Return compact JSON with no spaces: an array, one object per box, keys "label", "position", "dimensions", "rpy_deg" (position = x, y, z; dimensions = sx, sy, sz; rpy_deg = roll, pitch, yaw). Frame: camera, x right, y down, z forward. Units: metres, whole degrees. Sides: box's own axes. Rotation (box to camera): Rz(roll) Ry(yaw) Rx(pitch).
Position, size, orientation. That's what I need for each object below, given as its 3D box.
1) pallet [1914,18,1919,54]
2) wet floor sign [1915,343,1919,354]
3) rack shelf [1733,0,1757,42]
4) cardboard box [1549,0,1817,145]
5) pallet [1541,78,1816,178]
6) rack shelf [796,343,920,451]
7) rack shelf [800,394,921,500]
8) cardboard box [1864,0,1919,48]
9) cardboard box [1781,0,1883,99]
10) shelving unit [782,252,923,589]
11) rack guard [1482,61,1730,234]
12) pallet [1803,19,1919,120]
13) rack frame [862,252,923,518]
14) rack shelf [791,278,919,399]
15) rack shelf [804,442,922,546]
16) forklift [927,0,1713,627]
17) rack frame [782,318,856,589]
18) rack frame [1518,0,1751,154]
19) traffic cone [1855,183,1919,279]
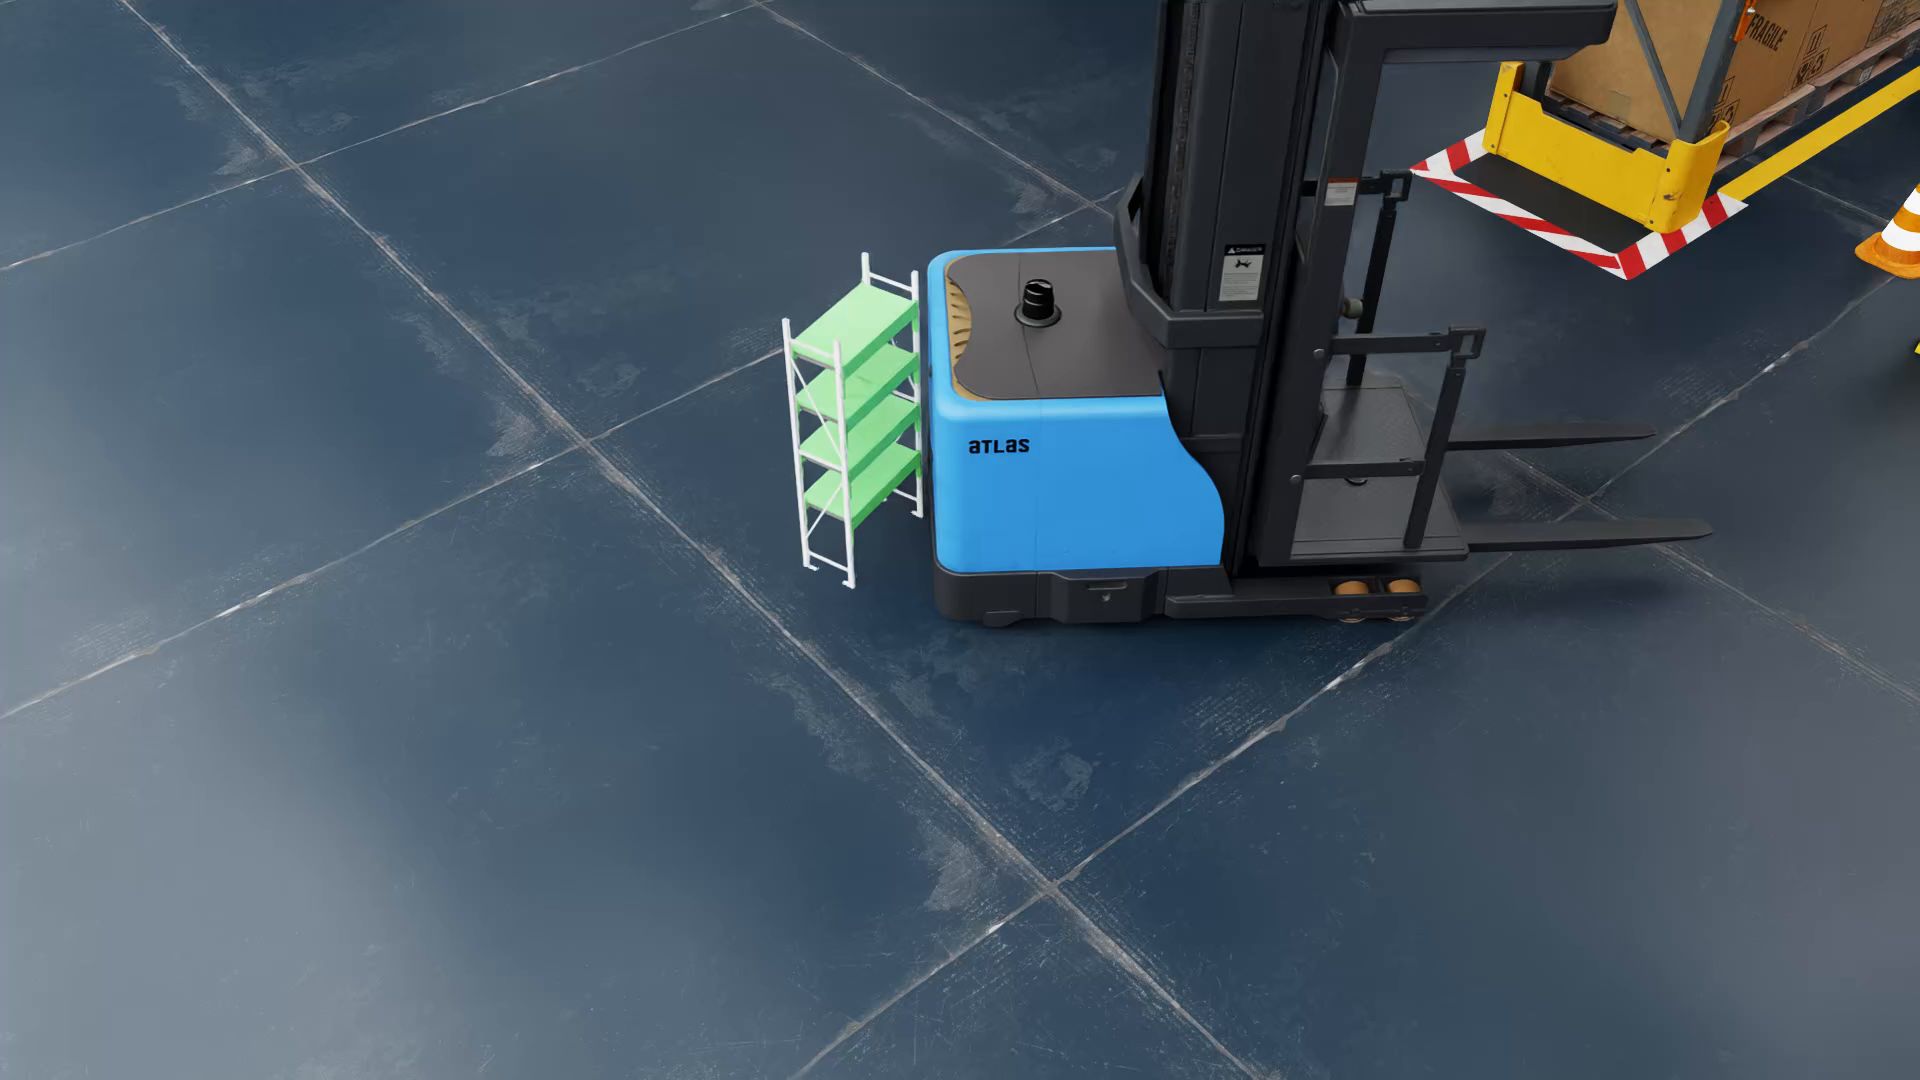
[{"label":"pallet","position":[5.766,-3.461,10.281],"dimensions":[1.213,0.211,1.003],"rpy_deg":[-30,51,-28]},{"label":"wet floor sign","position":[4.580,-1.103,7.453],"dimensions":[0.267,0.644,0.232],"rpy_deg":[30,51,28]},{"label":"rack shelf","position":[4.866,-3.630,8.949],"dimensions":[4.000,0.370,1.077],"rpy_deg":[-30,51,-28]},{"label":"cardboard box","position":[3.809,-2.725,8.706],"dimensions":[0.875,0.875,0.875],"rpy_deg":[-29,51,-28]},{"label":"pallet","position":[3.895,-2.389,9.140],"dimensions":[1.213,0.211,1.003],"rpy_deg":[-30,51,-28]},{"label":"rack shelf","position":[-0.387,-0.562,6.215],"dimensions":[0.258,0.148,0.480],"rpy_deg":[23,48,23]},{"label":"rack shelf","position":[-0.387,-0.387,6.379],"dimensions":[0.258,0.148,0.480],"rpy_deg":[23,48,23]},{"label":"cardboard box","position":[5.183,-3.512,9.543],"dimensions":[0.875,0.875,0.875],"rpy_deg":[-29,51,-28]},{"label":"cardboard box","position":[4.483,-3.112,9.118],"dimensions":[0.875,0.875,0.875],"rpy_deg":[-31,51,-28]},{"label":"shelving unit","position":[-0.387,-0.434,6.336],"dimensions":[0.258,1.200,0.503],"rpy_deg":[23,48,23]},{"label":"rack guard","position":[3.313,-2.092,8.612],"dimensions":[0.348,0.500,1.175],"rpy_deg":[-30,51,-28]},{"label":"pallet","position":[4.830,-2.923,9.708],"dimensions":[1.213,0.211,1.003],"rpy_deg":[-30,51,-28]},{"label":"rack frame","position":[-0.256,-0.575,6.486],"dimensions":[0.240,1.200,0.015],"rpy_deg":[23,48,23]},{"label":"rack shelf","position":[-0.387,-0.737,6.051],"dimensions":[0.258,0.148,0.480],"rpy_deg":[23,48,23]},{"label":"rack shelf","position":[-0.387,-0.213,6.544],"dimensions":[0.258,0.148,0.480],"rpy_deg":[23,48,23]},{"label":"forklift","position":[1.396,-1.113,5.794],"dimensions":[3.031,2.935,1.130],"rpy_deg":[-2,43,-2]},{"label":"rack frame","position":[-0.517,-0.293,6.185],"dimensions":[0.240,1.200,0.015],"rpy_deg":[23,48,23]},{"label":"rack frame","position":[3.332,-3.014,7.768],"dimensions":[0.127,3.000,1.000],"rpy_deg":[-30,51,-28]},{"label":"traffic cone","position":[4.650,-1.577,8.091],"dimensions":[0.334,0.463,0.336],"rpy_deg":[-30,51,-28]}]
